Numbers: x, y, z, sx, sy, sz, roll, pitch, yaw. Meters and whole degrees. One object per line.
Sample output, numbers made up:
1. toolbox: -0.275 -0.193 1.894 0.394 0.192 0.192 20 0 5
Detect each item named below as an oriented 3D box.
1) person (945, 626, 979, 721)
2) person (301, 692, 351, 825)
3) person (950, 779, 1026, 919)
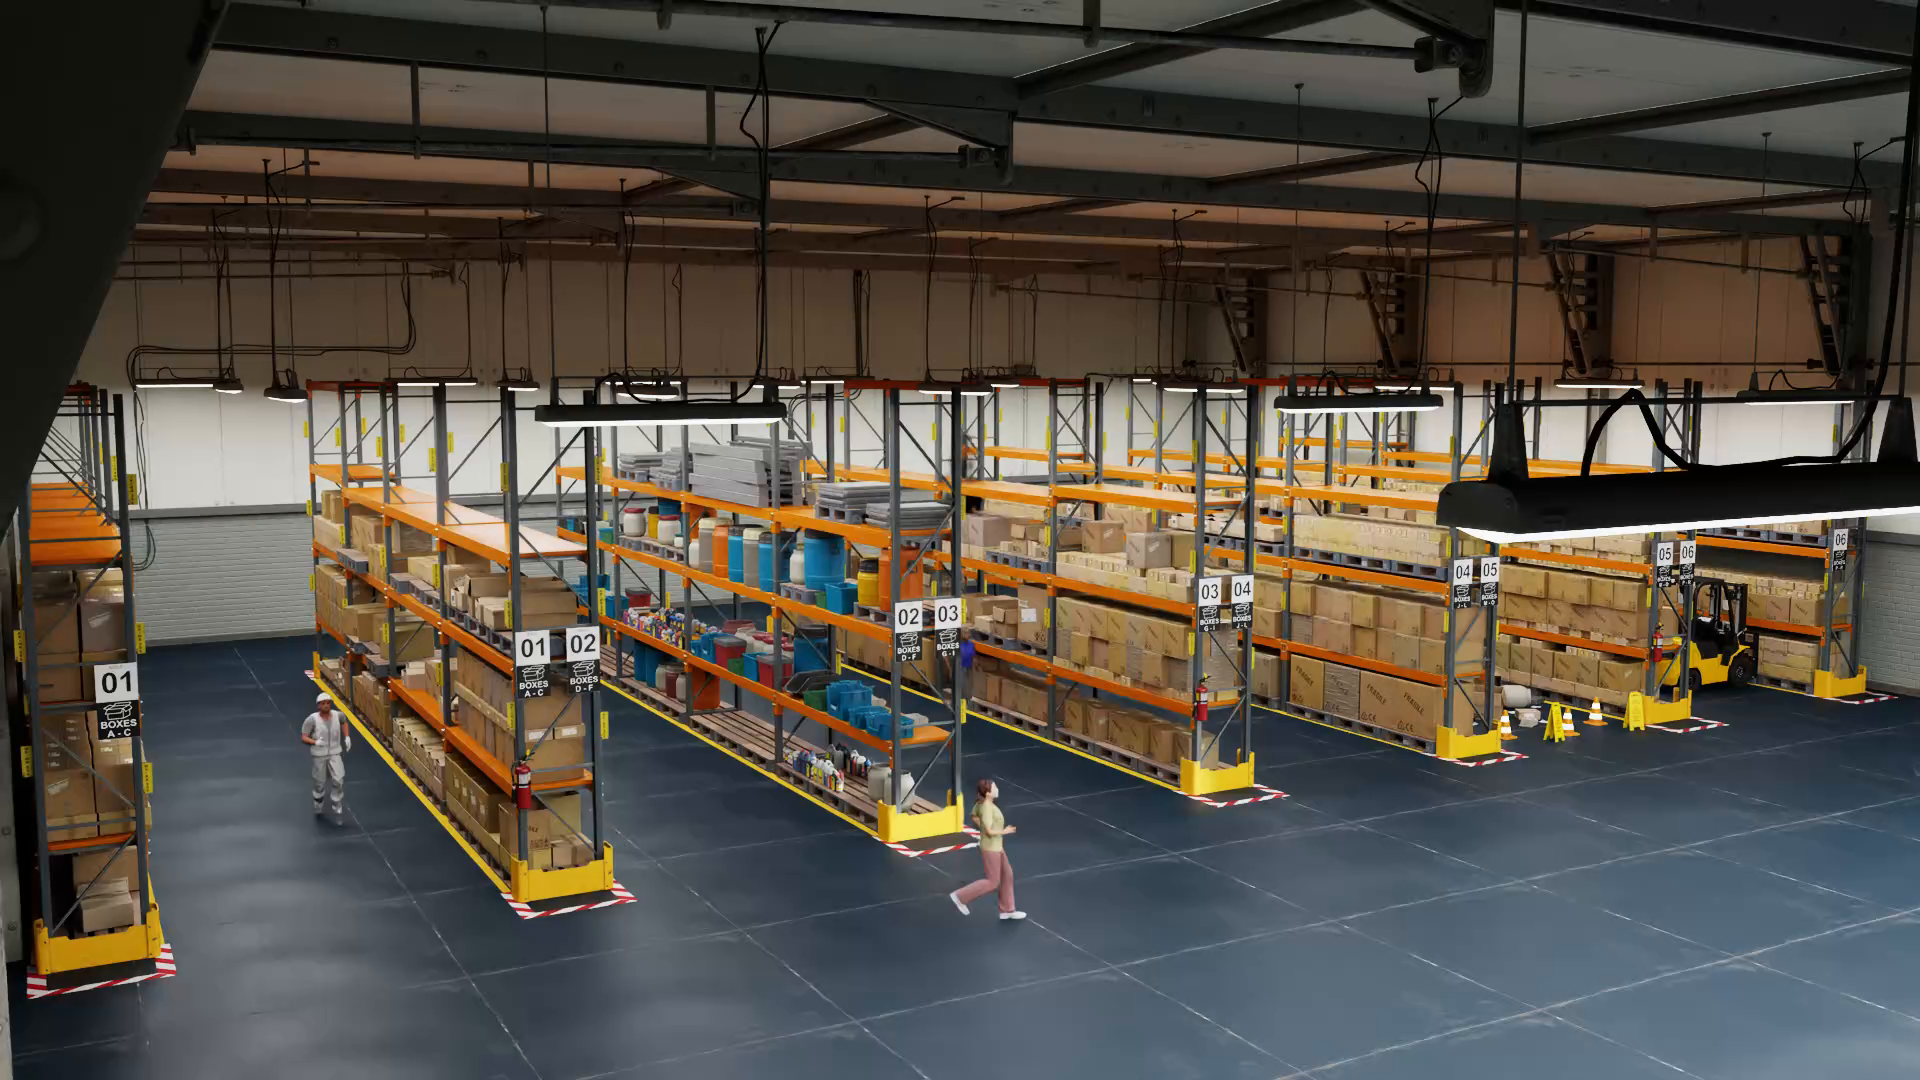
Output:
1. person: 0.078 2.263 28.015 0.559 1.621 0.585 -4 7 -35
2. person: -8.738 3.018 22.964 0.677 1.864 0.770 -4 7 -33
3. person: 0.320 3.508 18.860 0.867 1.640 0.589 0 6 -3
